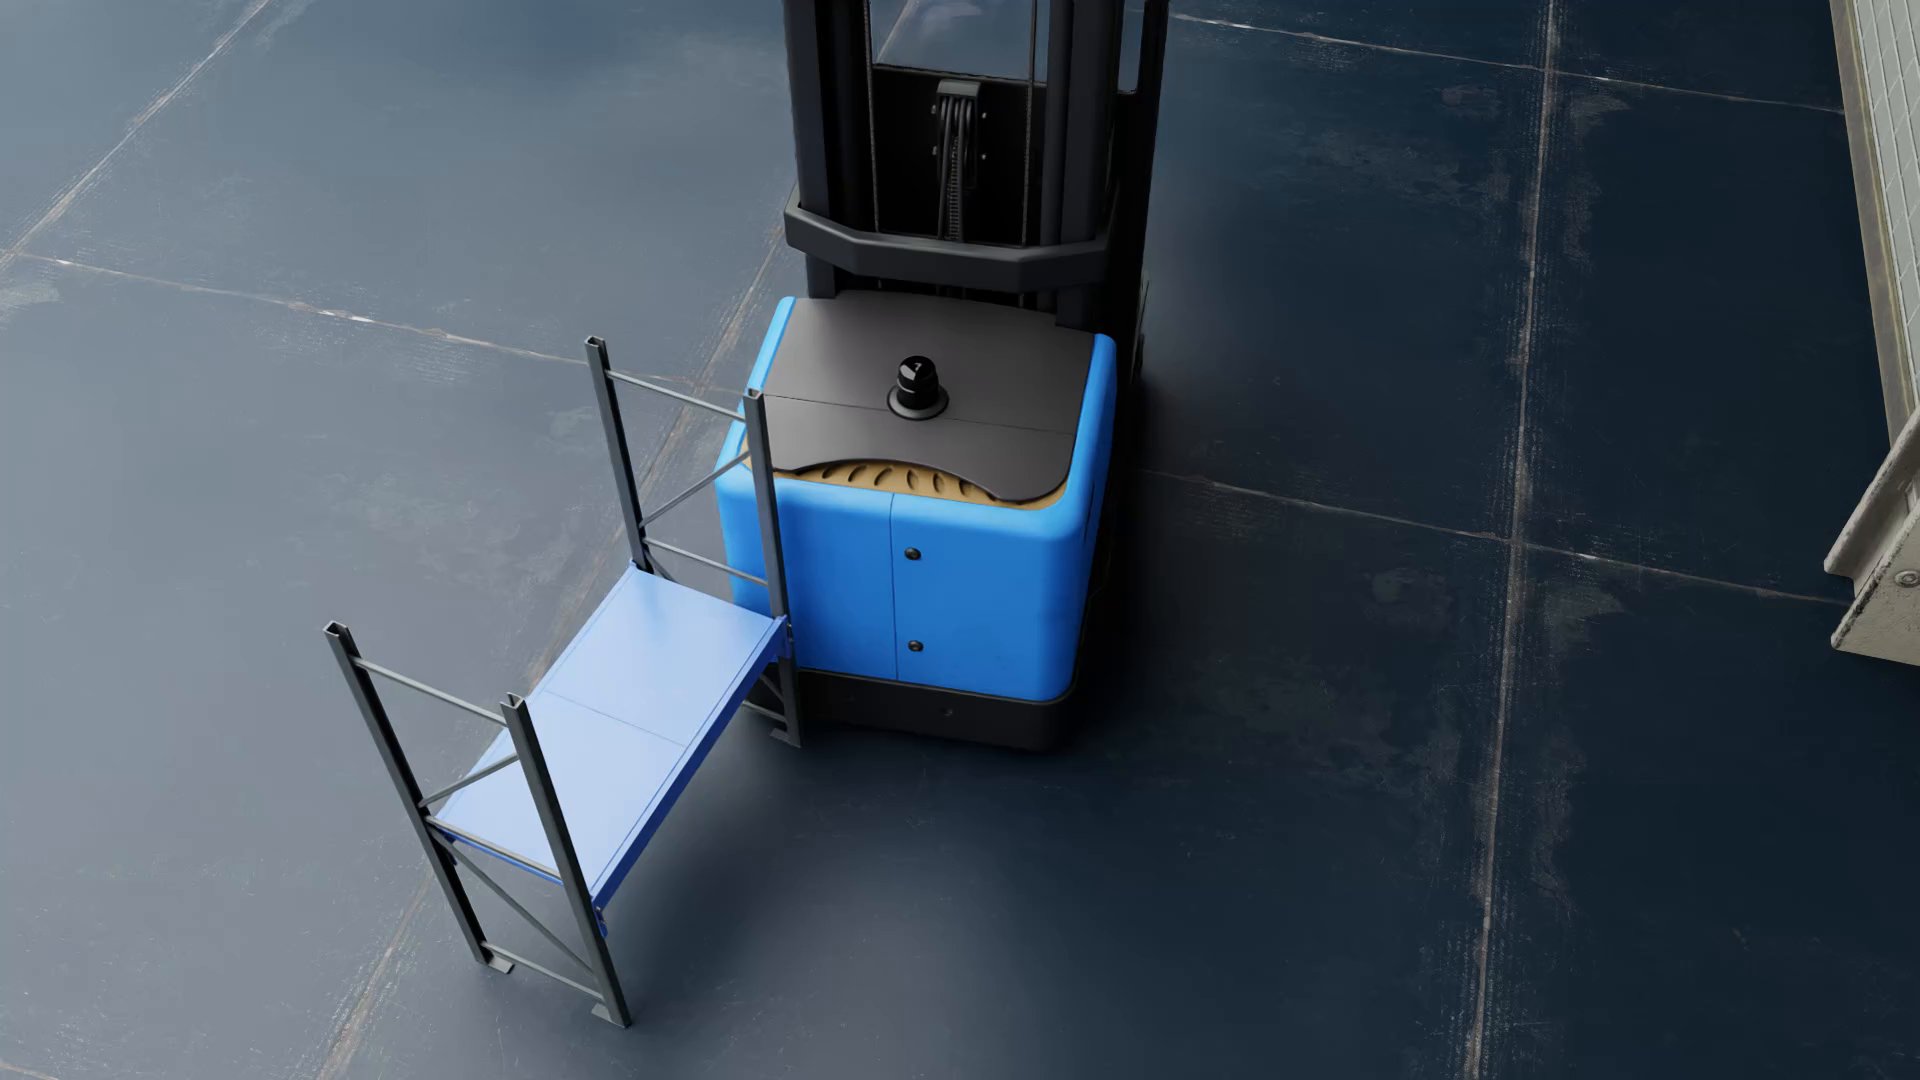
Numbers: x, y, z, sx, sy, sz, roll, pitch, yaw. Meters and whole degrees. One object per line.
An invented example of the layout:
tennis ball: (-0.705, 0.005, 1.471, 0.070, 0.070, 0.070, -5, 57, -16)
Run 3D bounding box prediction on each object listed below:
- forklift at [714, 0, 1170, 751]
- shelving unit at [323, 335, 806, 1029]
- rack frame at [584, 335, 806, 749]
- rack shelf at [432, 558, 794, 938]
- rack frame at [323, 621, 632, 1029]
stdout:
forklift: (0.083, -1.451, 5.076, 1.130, 2.935, 3.031, 8, 49, 7)
shelving unit: (-0.927, 0.412, 4.386, 0.538, 1.500, 1.048, 19, 51, 16)
rack frame: (-0.715, 0.065, 4.692, 0.500, 1.500, 0.032, 19, 51, 16)
rack shelf: (-0.927, 0.531, 4.521, 0.538, 0.185, 1.000, 19, 51, 16)
rack frame: (-1.139, 0.758, 4.081, 0.500, 1.500, 0.032, 19, 51, 16)
